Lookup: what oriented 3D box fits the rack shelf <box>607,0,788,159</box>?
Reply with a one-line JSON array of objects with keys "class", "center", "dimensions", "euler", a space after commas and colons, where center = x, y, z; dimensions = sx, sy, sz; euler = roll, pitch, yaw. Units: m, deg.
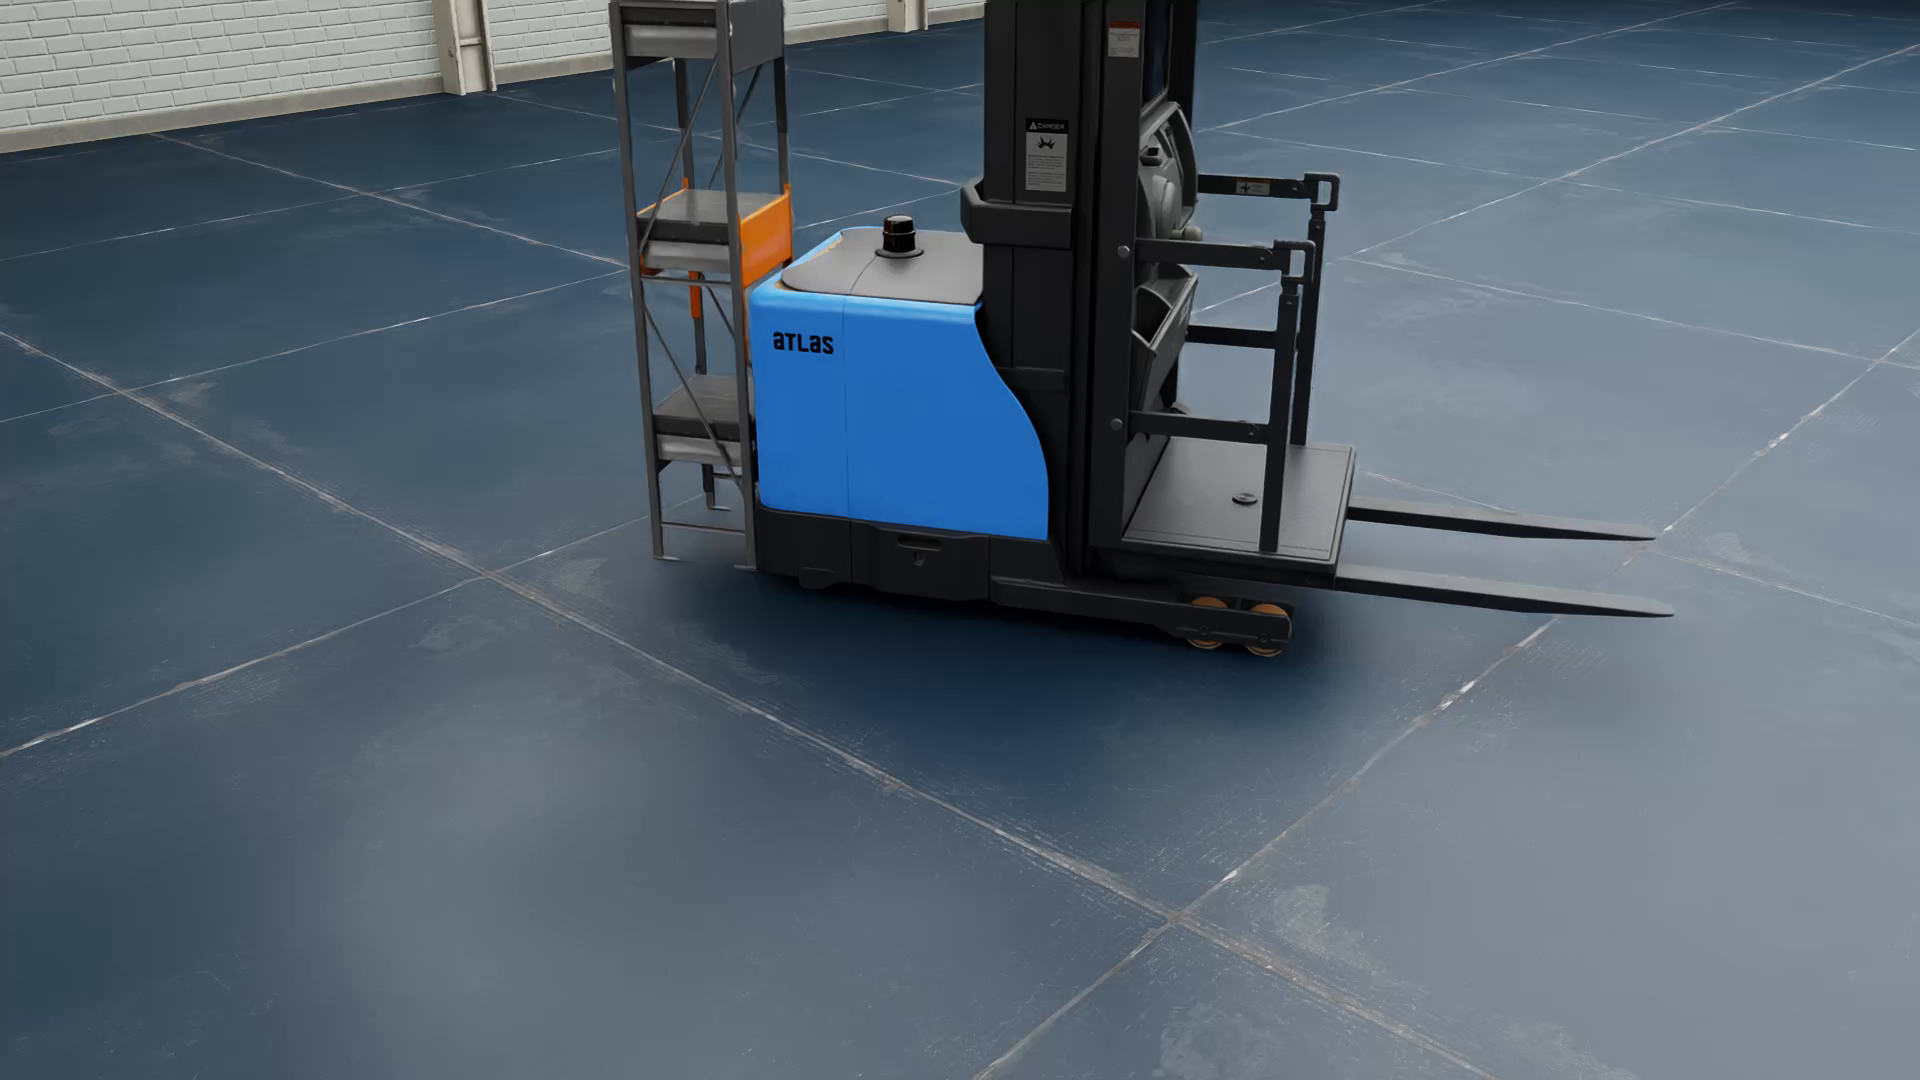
[{"class": "rack shelf", "center": [-0.862, -1.591, 5.554], "dimensions": [0.431, 0.518, 0.480], "euler": [6, 25, 14]}]

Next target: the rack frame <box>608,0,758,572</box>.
[{"class": "rack frame", "center": [-0.925, -0.868, 5.619], "dimensions": [0.400, 2.100, 0.015], "euler": [6, 25, 14]}]

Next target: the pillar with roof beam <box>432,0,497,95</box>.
[{"class": "pillar with roof beam", "center": [-1.425, -7.175, 11.254], "dimensions": [9.100, 9.000, 0.400], "euler": [20, 31, 38]}]

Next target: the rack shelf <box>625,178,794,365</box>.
[{"class": "rack shelf", "center": [-0.862, -0.952, 5.840], "dimensions": [0.431, 0.518, 0.480], "euler": [6, 25, 14]}]

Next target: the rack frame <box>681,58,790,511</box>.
[{"class": "rack frame", "center": [-0.799, -1.061, 6.050], "dimensions": [0.400, 2.100, 0.015], "euler": [6, 25, 14]}]

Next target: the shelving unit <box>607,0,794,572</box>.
[{"class": "shelving unit", "center": [-0.862, -0.964, 5.835], "dimensions": [0.431, 2.100, 0.503], "euler": [6, 25, 14]}]

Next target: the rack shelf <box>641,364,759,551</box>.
[{"class": "rack shelf", "center": [-0.862, -0.313, 6.127], "dimensions": [0.431, 0.518, 0.480], "euler": [6, 25, 14]}]

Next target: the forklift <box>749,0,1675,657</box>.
[{"class": "forklift", "center": [0.863, -1.201, 5.346], "dimensions": [3.031, 2.935, 1.130], "euler": [7, 25, 14]}]

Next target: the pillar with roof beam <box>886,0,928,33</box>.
[{"class": "pillar with roof beam", "center": [2.579, -9.003, 15.331], "dimensions": [9.100, 9.000, 0.400], "euler": [20, 31, 38]}]
